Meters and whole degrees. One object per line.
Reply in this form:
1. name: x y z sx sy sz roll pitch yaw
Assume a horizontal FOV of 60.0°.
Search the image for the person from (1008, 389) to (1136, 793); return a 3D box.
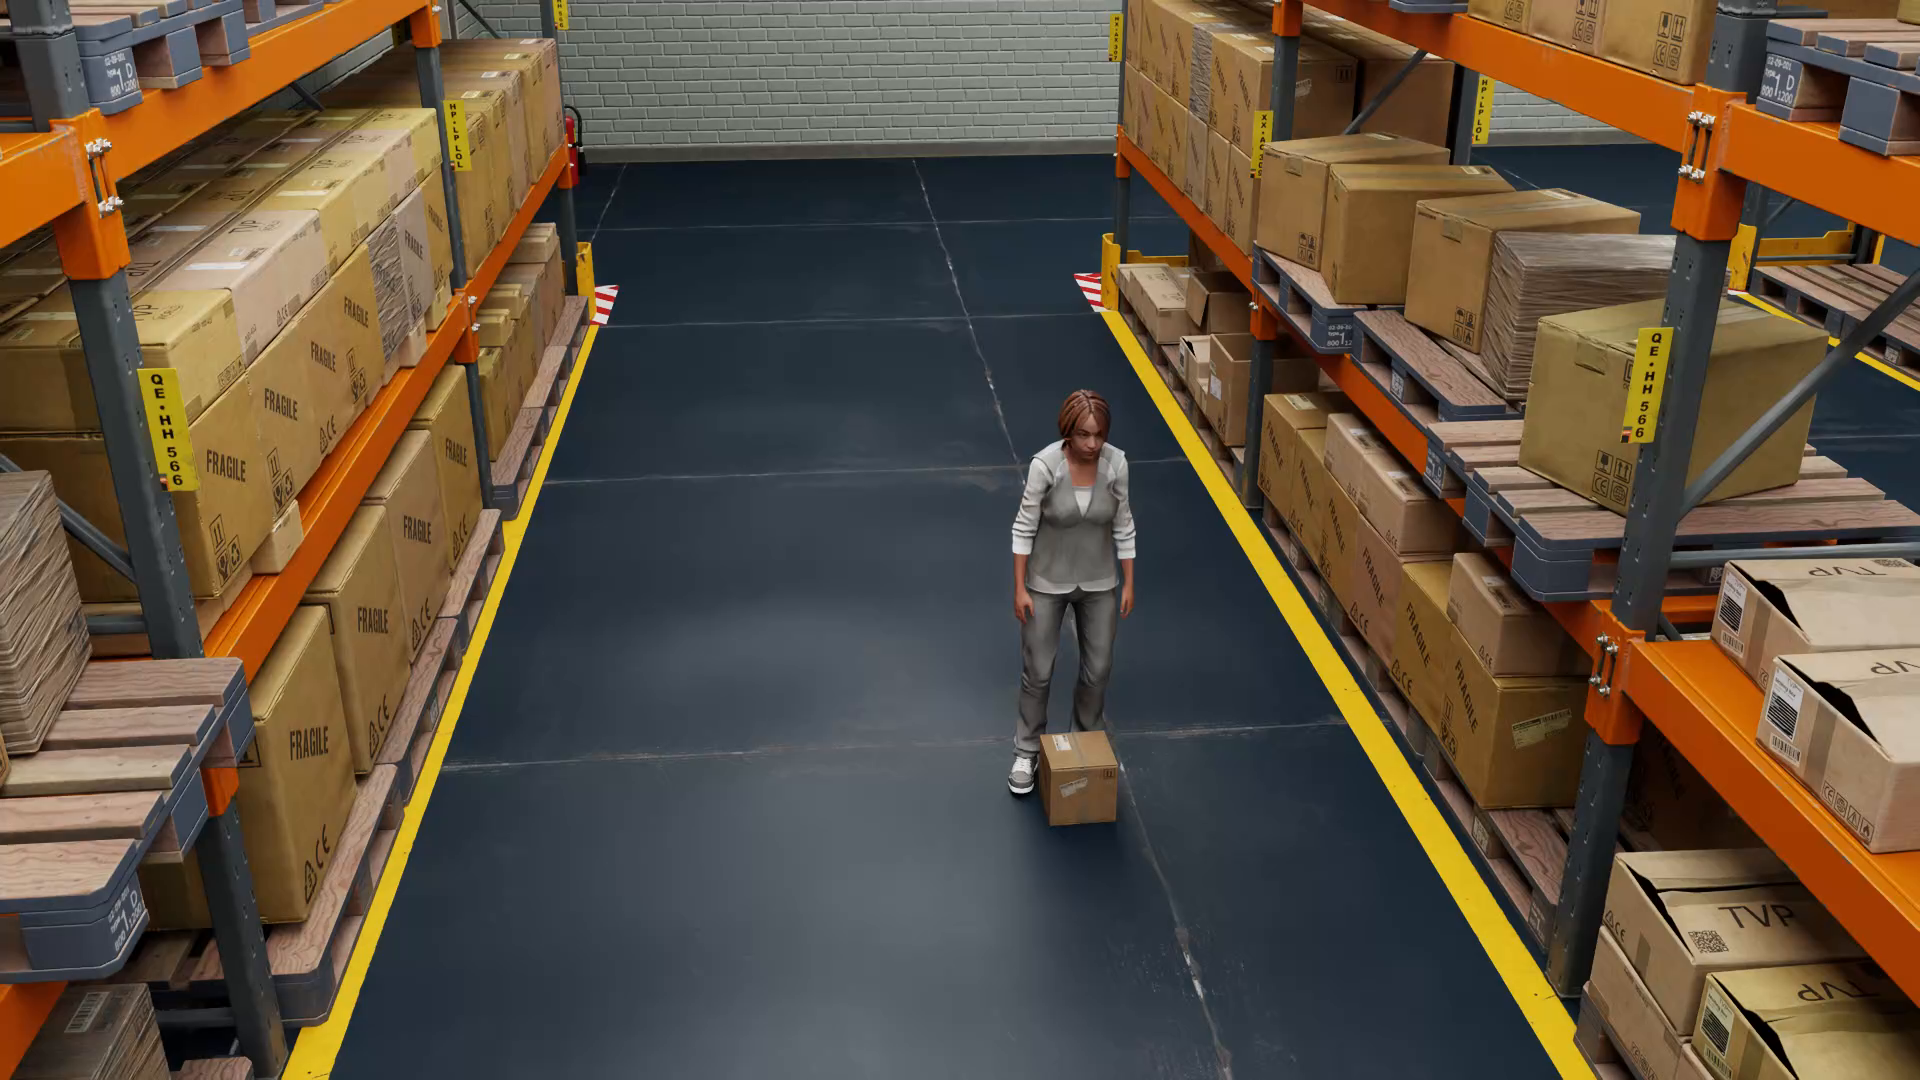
1. person: 0.415 0.186 6.198 0.483 1.594 0.340 -3 24 -7
